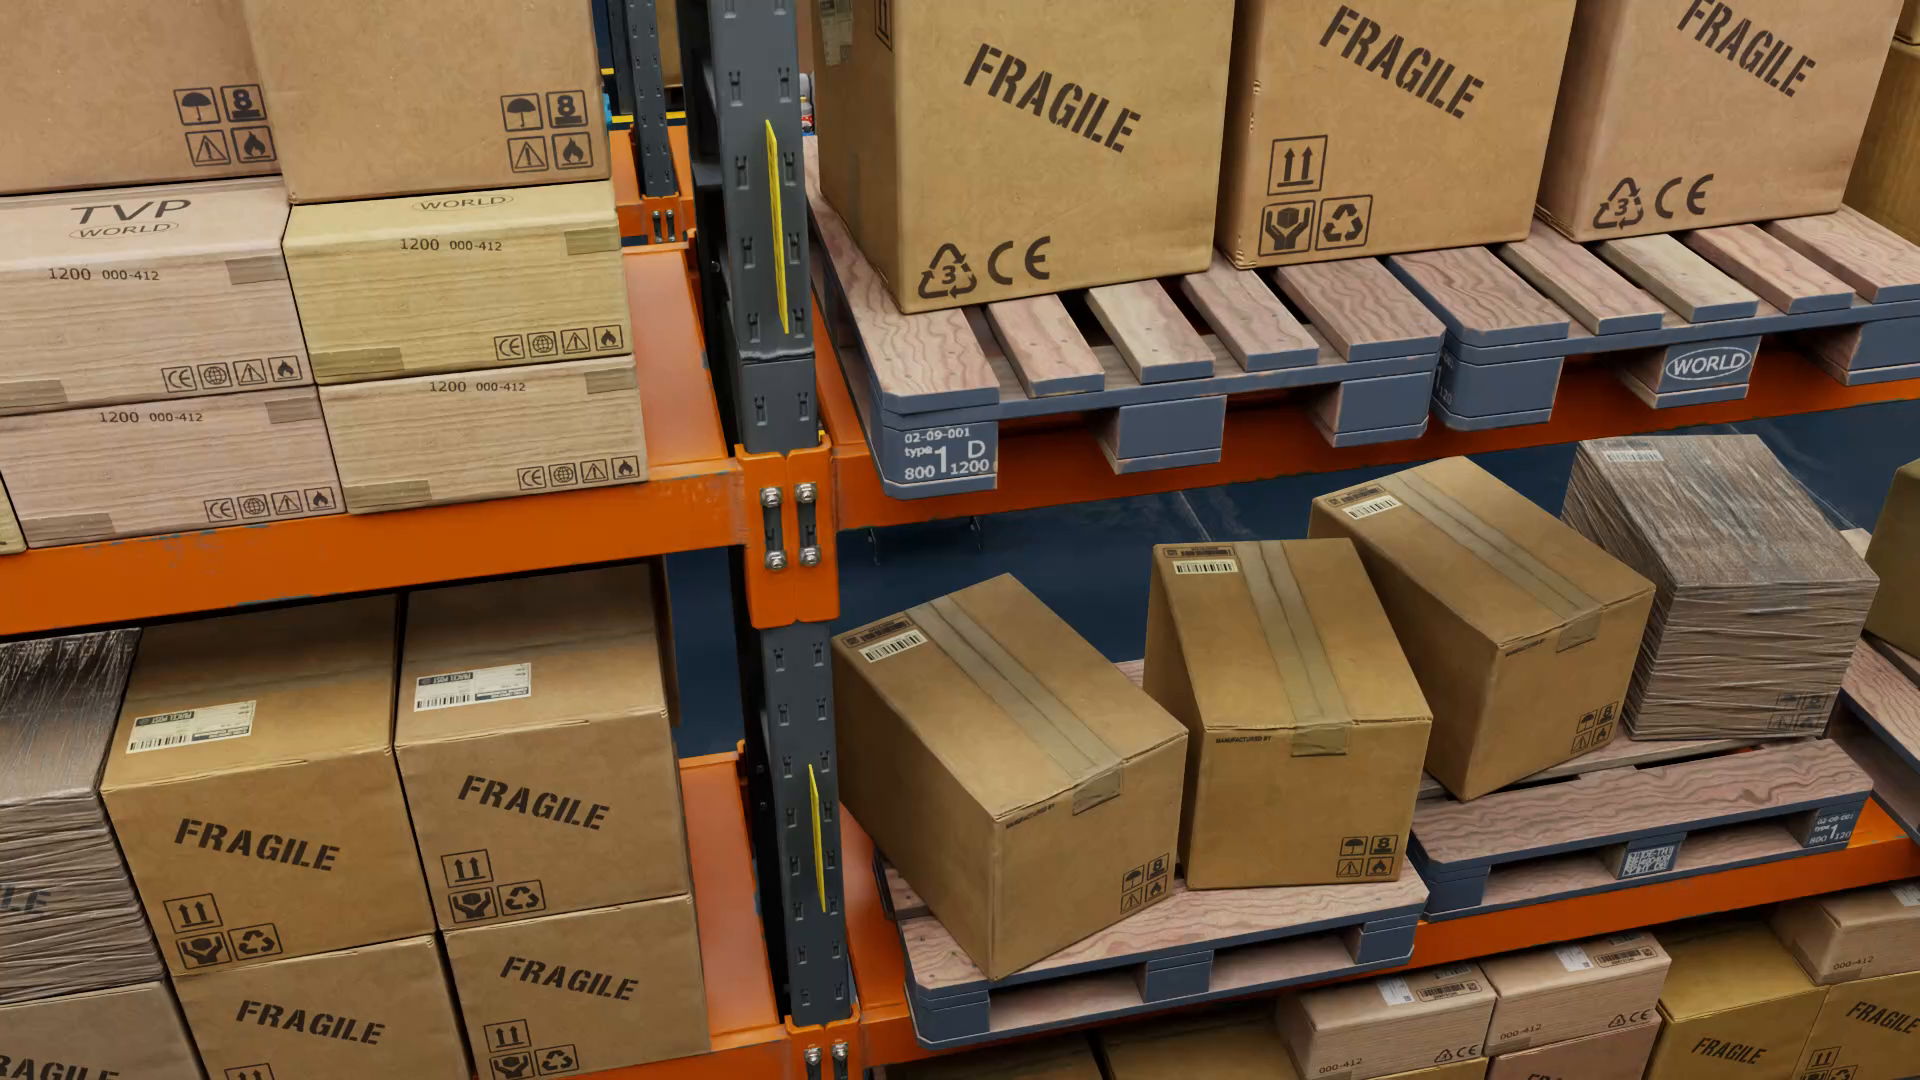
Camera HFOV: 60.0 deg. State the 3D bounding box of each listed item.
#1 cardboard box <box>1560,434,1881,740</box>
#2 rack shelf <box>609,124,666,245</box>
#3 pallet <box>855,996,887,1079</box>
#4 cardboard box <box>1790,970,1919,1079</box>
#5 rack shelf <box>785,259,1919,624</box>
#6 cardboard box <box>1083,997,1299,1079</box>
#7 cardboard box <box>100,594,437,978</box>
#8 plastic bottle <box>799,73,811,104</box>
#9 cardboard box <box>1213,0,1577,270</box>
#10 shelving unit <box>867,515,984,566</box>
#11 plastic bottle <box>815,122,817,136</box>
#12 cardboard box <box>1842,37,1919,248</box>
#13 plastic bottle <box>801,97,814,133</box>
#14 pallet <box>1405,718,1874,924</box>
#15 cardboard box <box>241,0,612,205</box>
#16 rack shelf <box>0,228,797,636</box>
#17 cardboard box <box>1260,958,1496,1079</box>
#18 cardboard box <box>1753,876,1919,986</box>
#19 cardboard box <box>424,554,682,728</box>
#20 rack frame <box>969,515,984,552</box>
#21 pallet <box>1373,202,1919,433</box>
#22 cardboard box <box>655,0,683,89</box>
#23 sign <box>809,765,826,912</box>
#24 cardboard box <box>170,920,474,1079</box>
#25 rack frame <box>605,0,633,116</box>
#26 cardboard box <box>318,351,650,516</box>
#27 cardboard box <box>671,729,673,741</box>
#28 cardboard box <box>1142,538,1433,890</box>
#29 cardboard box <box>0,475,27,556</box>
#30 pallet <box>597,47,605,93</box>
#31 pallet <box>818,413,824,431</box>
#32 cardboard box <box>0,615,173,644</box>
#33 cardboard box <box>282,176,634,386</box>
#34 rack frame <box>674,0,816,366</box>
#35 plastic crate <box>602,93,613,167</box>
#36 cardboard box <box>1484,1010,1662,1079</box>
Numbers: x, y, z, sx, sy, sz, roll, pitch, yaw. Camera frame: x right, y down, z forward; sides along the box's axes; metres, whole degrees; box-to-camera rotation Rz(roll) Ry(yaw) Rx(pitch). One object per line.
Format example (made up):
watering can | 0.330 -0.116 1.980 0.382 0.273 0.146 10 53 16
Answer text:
cardboard box | 1.961 0.112 4.425 0.500 0.500 0.700 -1 34 -2
rack shelf | -3.457 -1.476 7.903 4.000 0.370 1.077 -7 35 -11
pallet | 0.368 1.710 5.013 1.213 0.211 1.003 -7 35 -11
cardboard box | 2.624 1.278 5.001 0.500 0.500 0.500 -6 34 -9
rack shelf | 1.533 -0.520 3.787 4.000 0.370 1.077 -7 35 -11
cardboard box | 0.626 1.529 4.628 0.500 0.500 0.500 -7 34 -10
cardboard box | -1.353 0.483 3.351 0.500 0.500 0.500 -8 35 -11
plastic bottle | -0.837 -2.238 8.504 0.135 0.276 0.152 -7 35 -11
cardboard box | 0.737 -0.947 3.221 0.600 0.600 0.600 -8 35 -11
shelving unit | -0.161 -0.478 7.385 0.503 1.200 0.258 -7 35 -11
plastic bottle | -0.614 -1.864 7.946 0.135 0.276 0.152 -7 35 -11
cardboard box | 2.061 -0.908 3.629 0.500 0.500 0.910 -7 35 -11
plastic bottle | -0.791 -2.141 8.427 0.097 0.201 0.097 0 34 0
pallet | 1.588 0.502 4.482 1.213 0.211 1.003 -7 35 -11
cardboard box | -0.883 -0.949 2.794 0.500 0.500 0.700 -7 35 -11
rack shelf | -2.368 -0.029 3.054 4.000 0.370 1.077 -7 35 -11
cardboard box | 1.084 1.166 4.496 0.500 0.250 0.500 -7 35 -10
cardboard box | 2.570 0.976 4.779 0.500 0.250 0.500 -6 34 -9
cardboard box | -0.939 0.121 3.891 0.500 0.500 0.500 -6 34 -9
rack frame | 0.077 -0.508 7.430 0.015 1.200 0.240 -7 35 -11
pallet | 1.245 -0.666 3.528 1.003 0.211 1.213 -7 35 -11
cardboard box | -1.979 -4.094 12.689 0.875 0.875 1.225 -7 35 -10
sign | -0.290 0.607 3.377 0.005 0.325 0.100 -7 35 -11
cardboard box | -1.351 0.896 3.633 0.500 0.500 0.500 -6 34 -9
rack frame | -2.599 -4.712 12.080 0.127 3.000 1.000 -7 35 -11
cardboard box | -0.833 -0.307 2.958 0.500 0.250 0.500 -7 35 -11
cardboard box | -0.975 0.545 4.156 0.500 0.500 0.500 -6 34 -9
cardboard box | 0.751 0.401 3.994 0.500 0.500 0.700 -2 34 -3
cardboard box | -1.809 -0.185 2.776 0.500 0.250 0.500 -7 35 -11
pallet | -3.358 -3.503 12.781 1.213 0.211 1.003 -7 35 -11
pallet | -0.745 -0.935 8.953 1.213 0.211 1.003 -7 35 -11
cardboard box | -1.944 0.247 3.703 0.500 0.500 0.500 -8 35 -12
cardboard box | -0.832 -0.511 2.814 0.500 0.250 0.500 -7 35 -11
rack frame | -0.417 -1.819 2.385 0.127 3.000 1.000 -7 35 -11
plastic crate | -1.887 -1.796 7.695 0.575 0.384 0.392 -7 35 -11
cardboard box | 1.608 1.410 4.806 0.500 0.500 0.500 -8 35 -12
